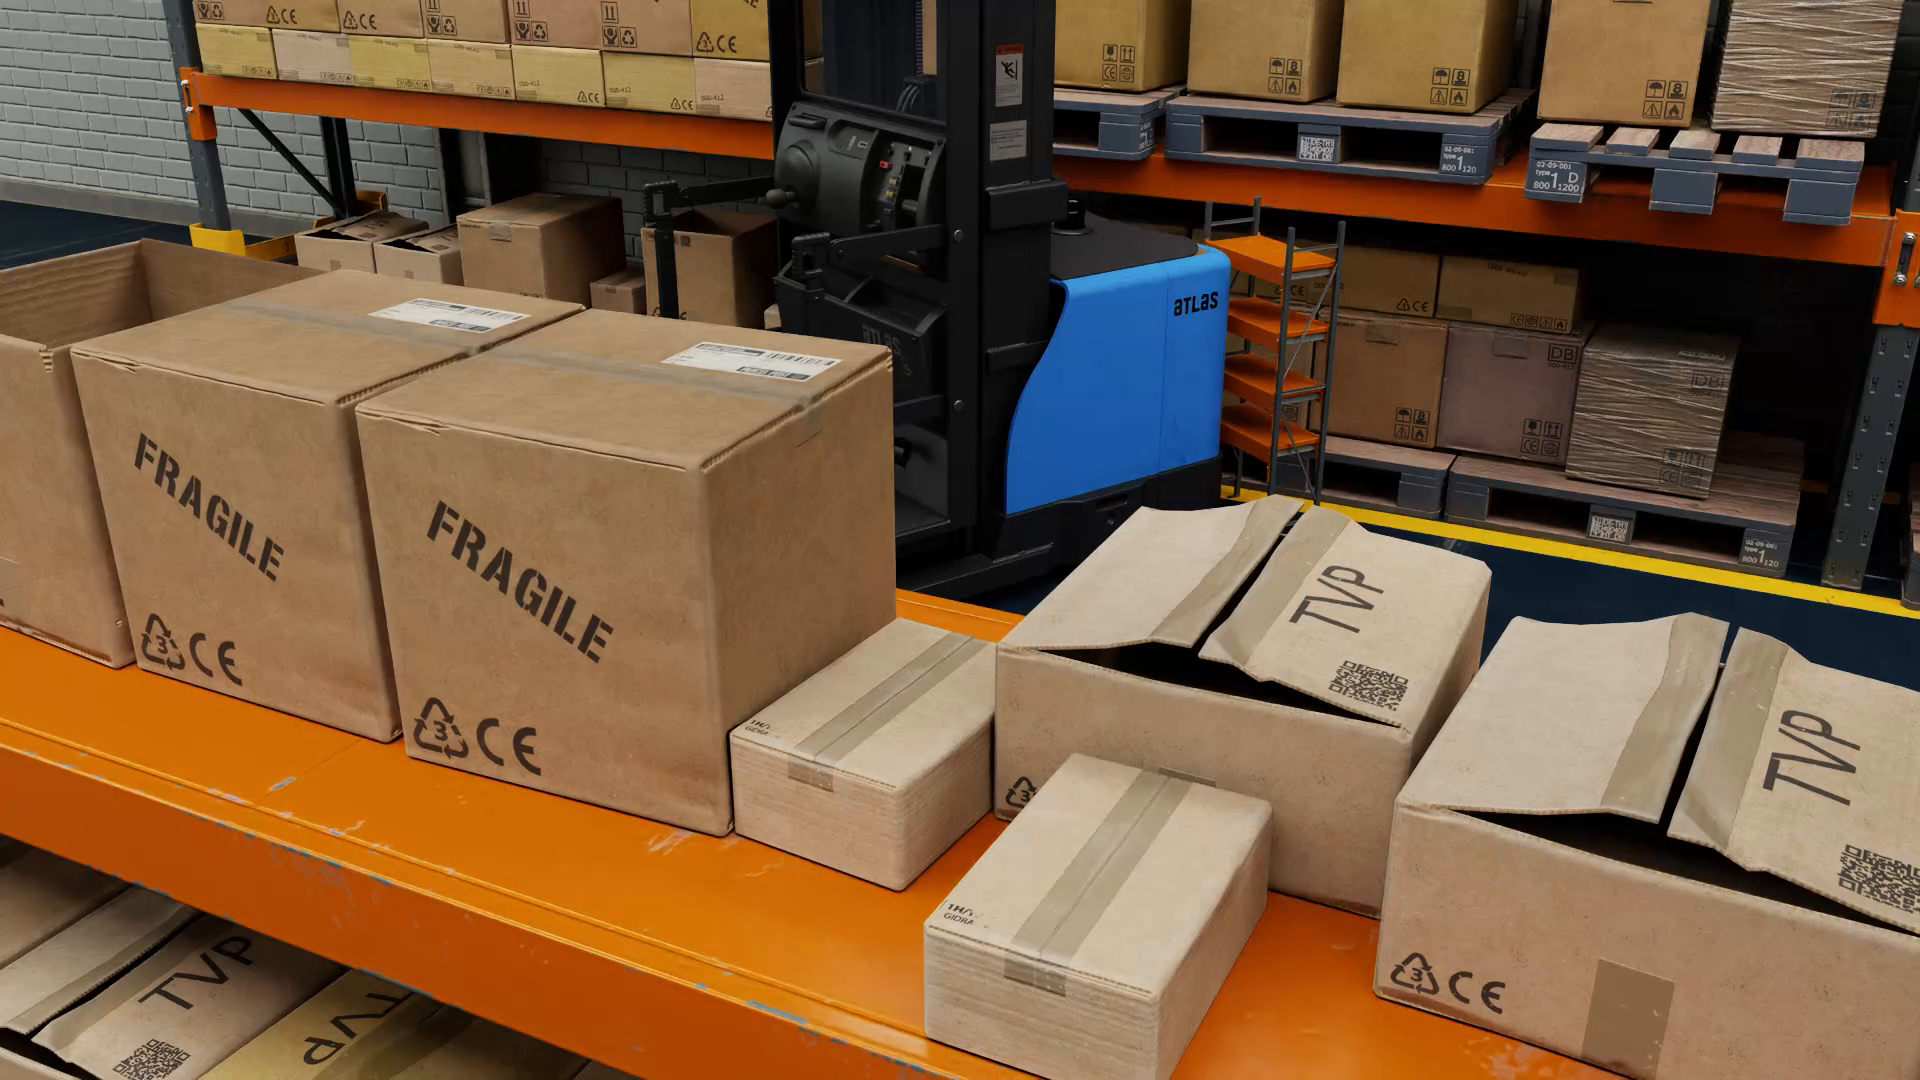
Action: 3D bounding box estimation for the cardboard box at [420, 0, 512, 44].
[{"bbox_3d":[-2.171,-2.618,7.781,0.500,0.500,0.500,12,26,26],"label":"cardboard box"}]

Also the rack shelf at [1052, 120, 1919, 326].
[{"bbox_3d":[1.532,-1.403,6.635,4.000,0.370,1.077,11,25,25],"label":"rack shelf"}]

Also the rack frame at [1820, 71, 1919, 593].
[{"bbox_3d":[3.317,-1.381,5.663,0.127,3.000,1.000,11,25,25],"label":"rack frame"}]

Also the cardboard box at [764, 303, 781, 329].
[{"bbox_3d":[-0.744,-1.070,7.990,0.250,0.166,0.380,8,24,18],"label":"cardboard box"}]

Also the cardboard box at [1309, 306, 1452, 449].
[{"bbox_3d":[1.787,-0.751,6.815,0.500,0.500,0.700,11,25,24],"label":"cardboard box"}]

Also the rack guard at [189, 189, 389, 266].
[{"bbox_3d":[-3.755,-1.629,9.443,0.348,0.500,1.175,11,25,25],"label":"rack guard"}]

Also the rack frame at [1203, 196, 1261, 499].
[{"bbox_3d":[1.011,-0.708,6.381,0.240,1.200,0.015,-11,26,-25],"label":"rack frame"}]

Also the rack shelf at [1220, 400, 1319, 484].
[{"bbox_3d":[1.123,-0.378,6.285,0.258,0.148,0.480,-11,26,-25],"label":"rack shelf"}]

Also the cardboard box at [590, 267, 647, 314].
[{"bbox_3d":[-1.671,-1.267,8.477,0.250,0.149,0.380,9,25,20],"label":"cardboard box"}]

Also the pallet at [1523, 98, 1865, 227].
[{"bbox_3d":[2.633,-1.381,5.909,1.003,0.211,1.213,11,25,25],"label":"pallet"}]

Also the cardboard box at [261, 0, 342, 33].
[{"bbox_3d":[-3.095,-2.798,8.205,0.500,0.500,0.500,11,26,25],"label":"cardboard box"}]

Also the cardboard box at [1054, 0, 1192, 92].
[{"bbox_3d":[0.682,-2.132,6.741,0.500,0.500,0.700,14,27,30],"label":"cardboard box"}]

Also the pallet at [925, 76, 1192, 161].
[{"bbox_3d":[0.364,-1.813,6.925,1.213,0.211,1.003,11,25,25],"label":"pallet"}]

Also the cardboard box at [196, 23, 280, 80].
[{"bbox_3d":[-3.530,-2.536,8.547,0.500,0.250,0.500,10,25,23],"label":"cardboard box"}]

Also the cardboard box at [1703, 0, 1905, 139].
[{"bbox_3d":[2.893,-1.709,5.745,0.500,0.500,0.700,8,24,18],"label":"cardboard box"}]

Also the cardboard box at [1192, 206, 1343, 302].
[{"bbox_3d":[1.272,-1.193,6.896,0.500,0.250,0.500,10,25,23],"label":"cardboard box"}]

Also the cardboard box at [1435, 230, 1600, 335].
[{"bbox_3d":[2.170,-1.009,6.464,0.500,0.250,0.500,12,26,26],"label":"cardboard box"}]

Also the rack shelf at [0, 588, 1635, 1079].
[{"bbox_3d":[-0.700,0.328,2.565,4.000,0.370,1.077,11,25,25],"label":"rack shelf"}]

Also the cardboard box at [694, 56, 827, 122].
[{"bbox_3d":[-0.812,-2.005,7.297,0.500,0.250,0.500,11,26,25],"label":"cardboard box"}]

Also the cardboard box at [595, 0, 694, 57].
[{"bbox_3d":[-1.262,-2.434,7.348,0.500,0.500,0.500,11,25,24],"label":"cardboard box"}]

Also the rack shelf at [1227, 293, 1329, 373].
[{"bbox_3d":[1.123,-0.767,6.120,0.258,0.148,0.480,-11,26,-25],"label":"rack shelf"}]

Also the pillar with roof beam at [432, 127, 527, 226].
[{"bbox_3d":[-4.750,-4.229,4.695,0.400,9.000,9.100,11,25,25],"label":"pillar with roof beam"}]

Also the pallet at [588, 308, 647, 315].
[{"bbox_3d":[-1.961,-1.125,8.625,1.213,0.211,1.003,11,25,25],"label":"pallet"}]

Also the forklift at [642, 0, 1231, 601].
[{"bbox_3d":[-0.509,-1.207,5.342,3.031,2.935,1.130,-16,28,-32],"label":"forklift"}]

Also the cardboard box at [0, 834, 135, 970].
[{"bbox_3d":[-1.784,0.708,3.012,0.500,0.311,0.500,11,25,24],"label":"cardboard box"}]

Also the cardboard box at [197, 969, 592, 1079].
[{"bbox_3d":[-0.856,0.889,2.587,0.500,0.311,0.500,12,26,26],"label":"cardboard box"}]

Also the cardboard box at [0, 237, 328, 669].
[{"bbox_3d":[-1.336,-0.168,2.684,0.500,0.500,0.500,13,26,28],"label":"cardboard box"}]

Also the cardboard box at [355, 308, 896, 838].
[{"bbox_3d":[-0.420,0.014,2.257,0.500,0.500,0.500,10,25,22],"label":"cardboard box"}]

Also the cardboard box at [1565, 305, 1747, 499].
[{"bbox_3d":[2.651,-0.542,6.323,0.500,0.500,0.700,12,26,25],"label":"cardboard box"}]

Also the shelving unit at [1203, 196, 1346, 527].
[{"bbox_3d":[1.123,-0.623,6.181,0.258,1.200,0.503,-11,26,-25],"label":"shelving unit"}]

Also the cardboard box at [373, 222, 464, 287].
[{"bbox_3d":[-2.737,-1.504,8.827,0.500,0.311,0.500,14,27,29],"label":"cardboard box"}]

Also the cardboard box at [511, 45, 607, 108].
[{"bbox_3d":[-1.709,-2.179,7.707,0.500,0.250,0.500,11,25,24],"label":"cardboard box"}]

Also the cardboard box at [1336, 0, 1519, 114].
[{"bbox_3d":[1.771,-1.921,6.244,0.500,0.500,0.700,11,25,25],"label":"cardboard box"}]

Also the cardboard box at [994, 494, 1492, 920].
[{"bbox_3d":[0.374,0.166,2.142,0.500,0.311,0.500,11,25,24],"label":"cardboard box"}]

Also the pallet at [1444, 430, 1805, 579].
[{"bbox_3d":[2.620,-0.236,6.535,1.213,0.211,1.003,11,25,25],"label":"pallet"}]

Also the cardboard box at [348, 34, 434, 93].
[{"bbox_3d":[-2.608,-2.358,8.127,0.500,0.250,0.500,11,25,24],"label":"cardboard box"}]
